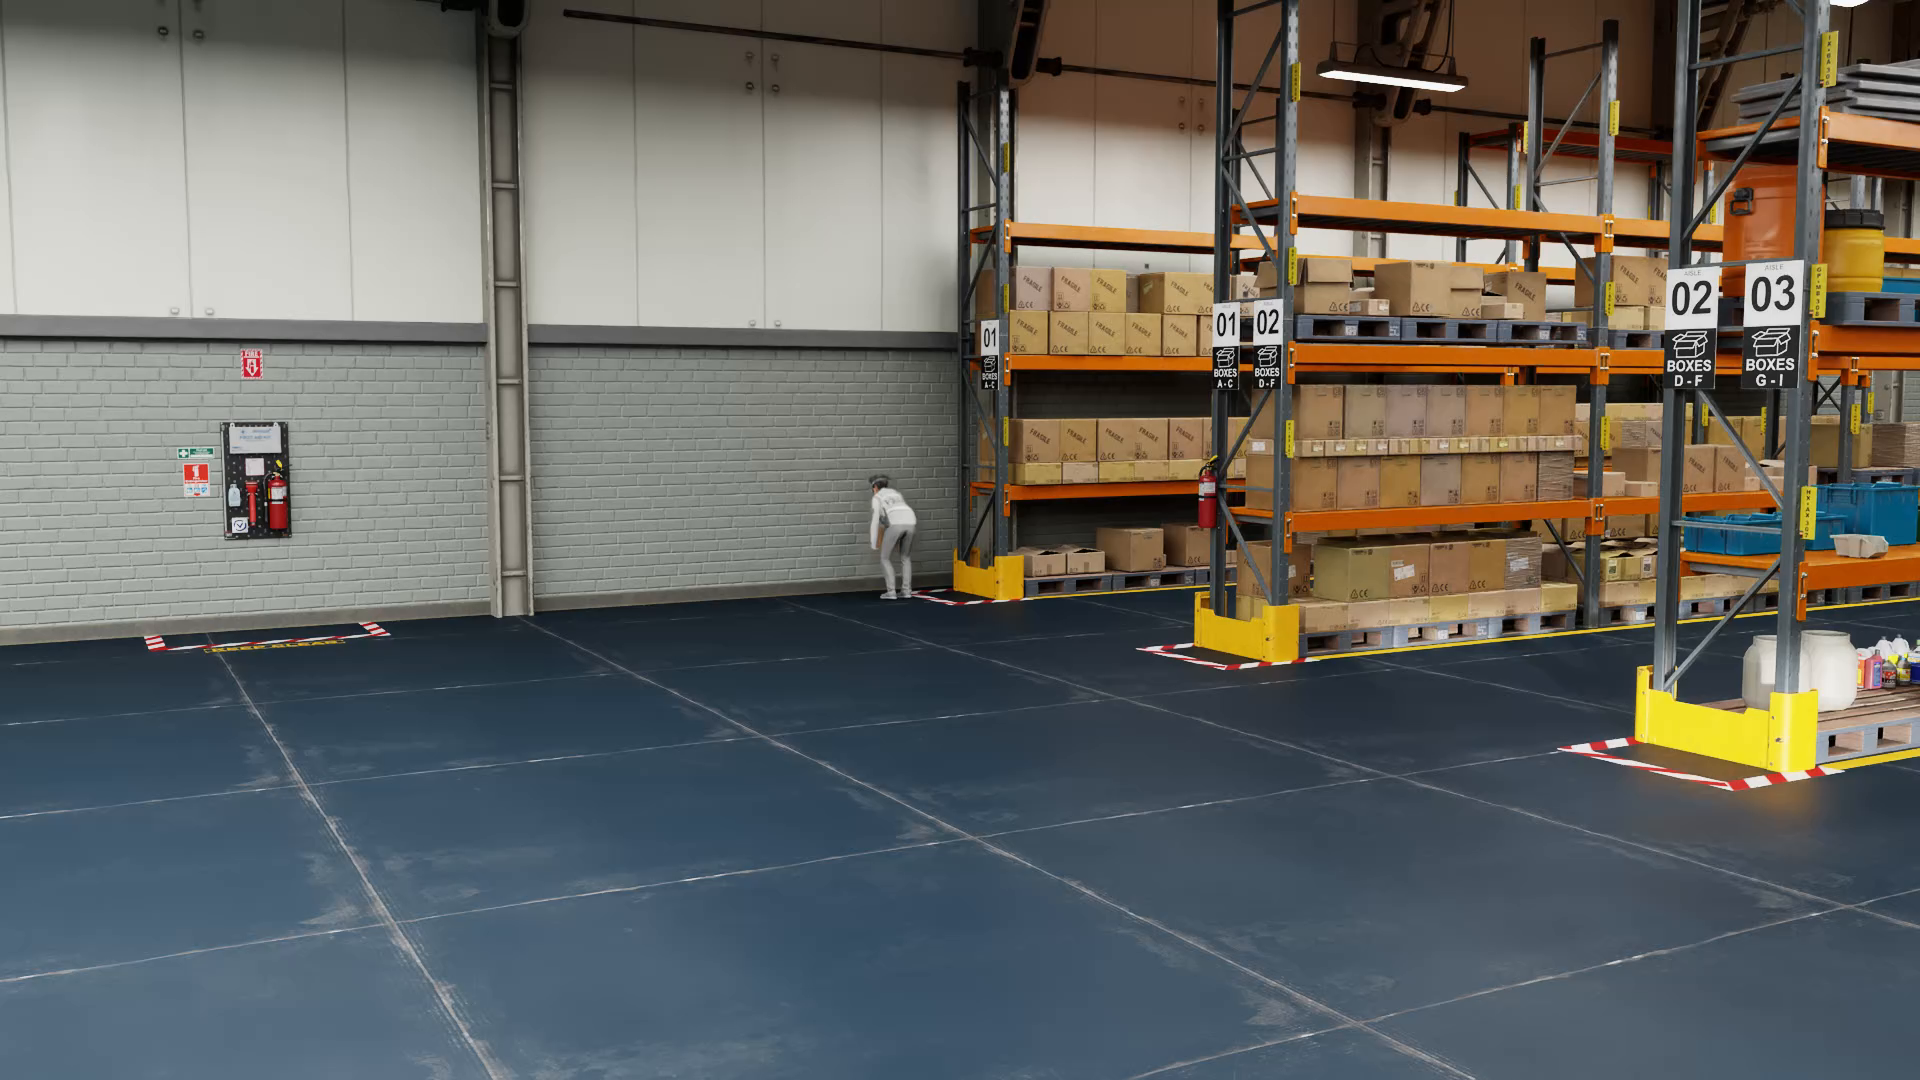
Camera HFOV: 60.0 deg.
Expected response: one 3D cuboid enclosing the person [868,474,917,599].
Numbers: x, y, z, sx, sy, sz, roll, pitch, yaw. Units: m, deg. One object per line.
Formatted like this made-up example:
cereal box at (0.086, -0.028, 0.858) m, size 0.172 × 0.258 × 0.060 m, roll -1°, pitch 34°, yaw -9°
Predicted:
person at (-0.810, -0.043, 19.305) m, size 0.410 × 1.434 × 0.795 m, roll -3°, pitch 6°, yaw -30°
